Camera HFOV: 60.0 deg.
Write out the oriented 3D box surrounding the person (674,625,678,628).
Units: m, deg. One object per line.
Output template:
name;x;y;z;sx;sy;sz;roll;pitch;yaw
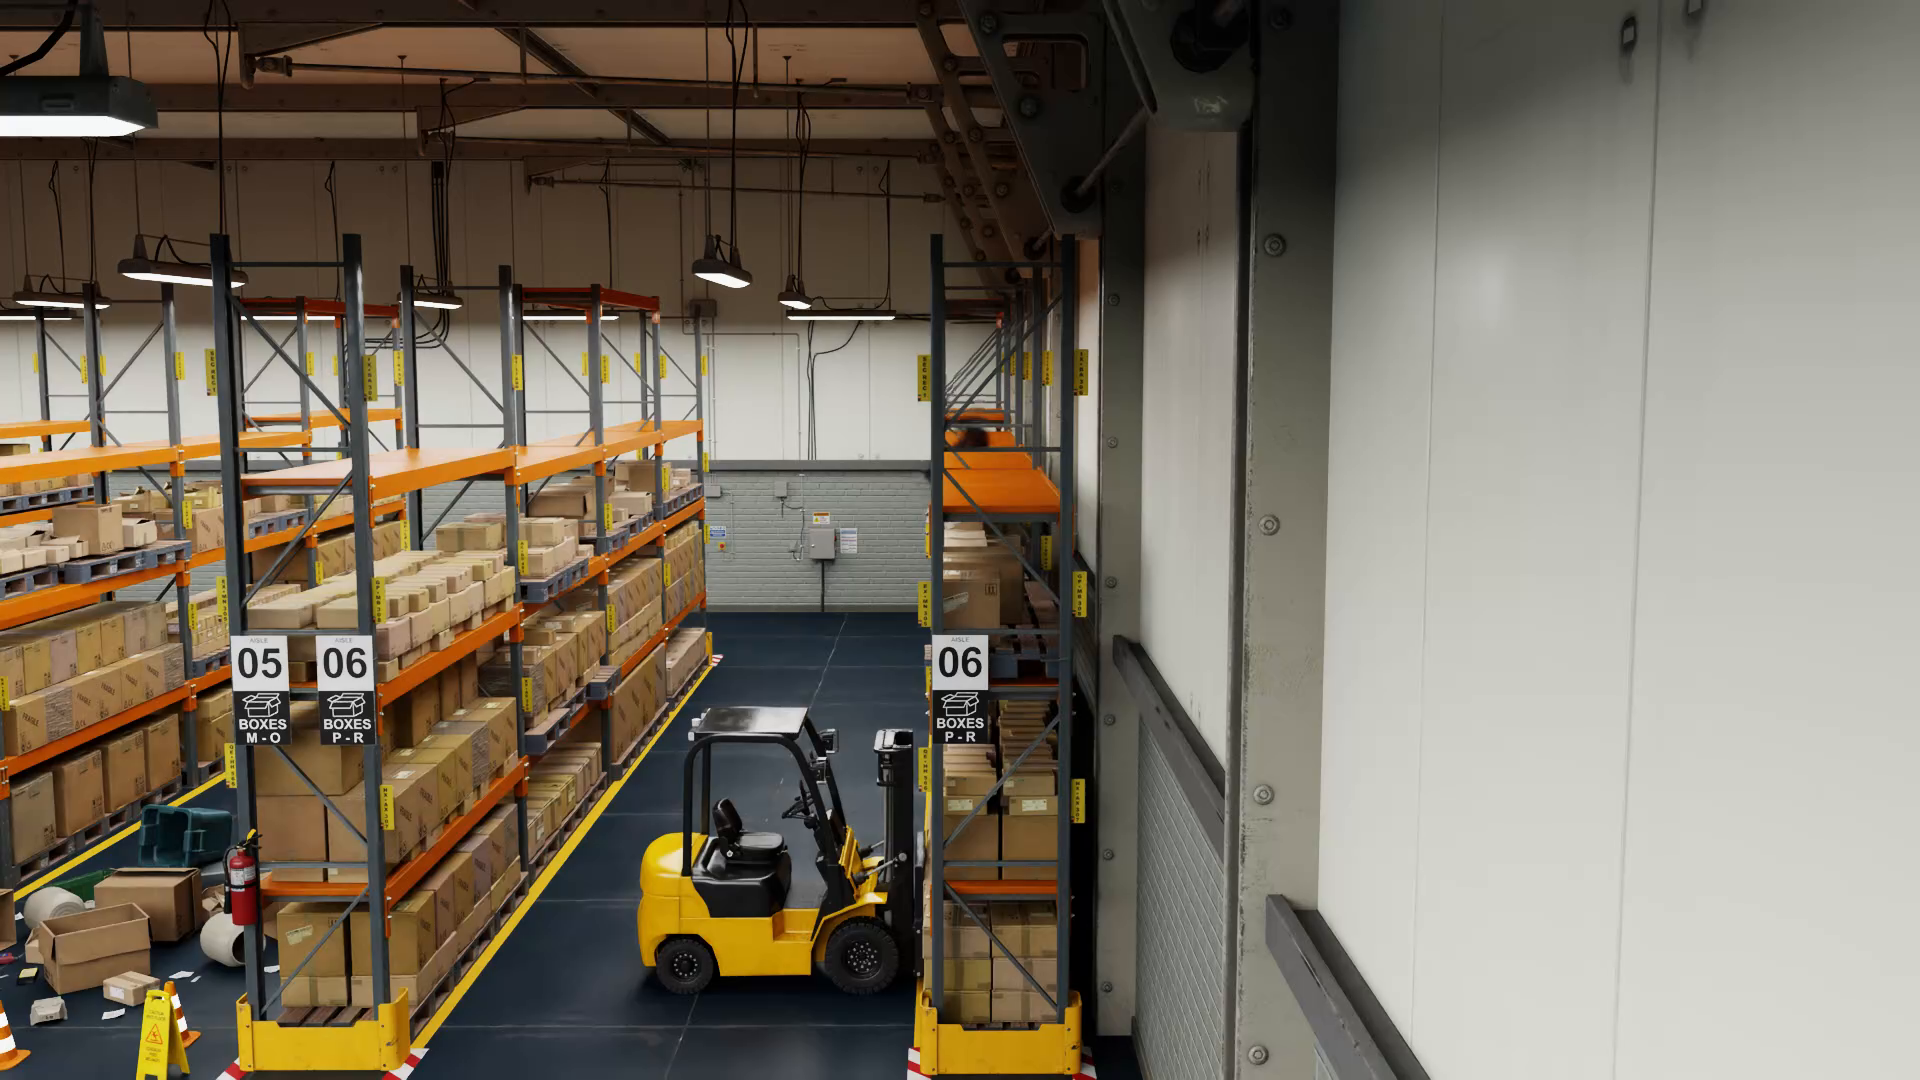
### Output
person;-5.338;1.024;29.903;0.651;1.680;0.544;-1;6;-12
